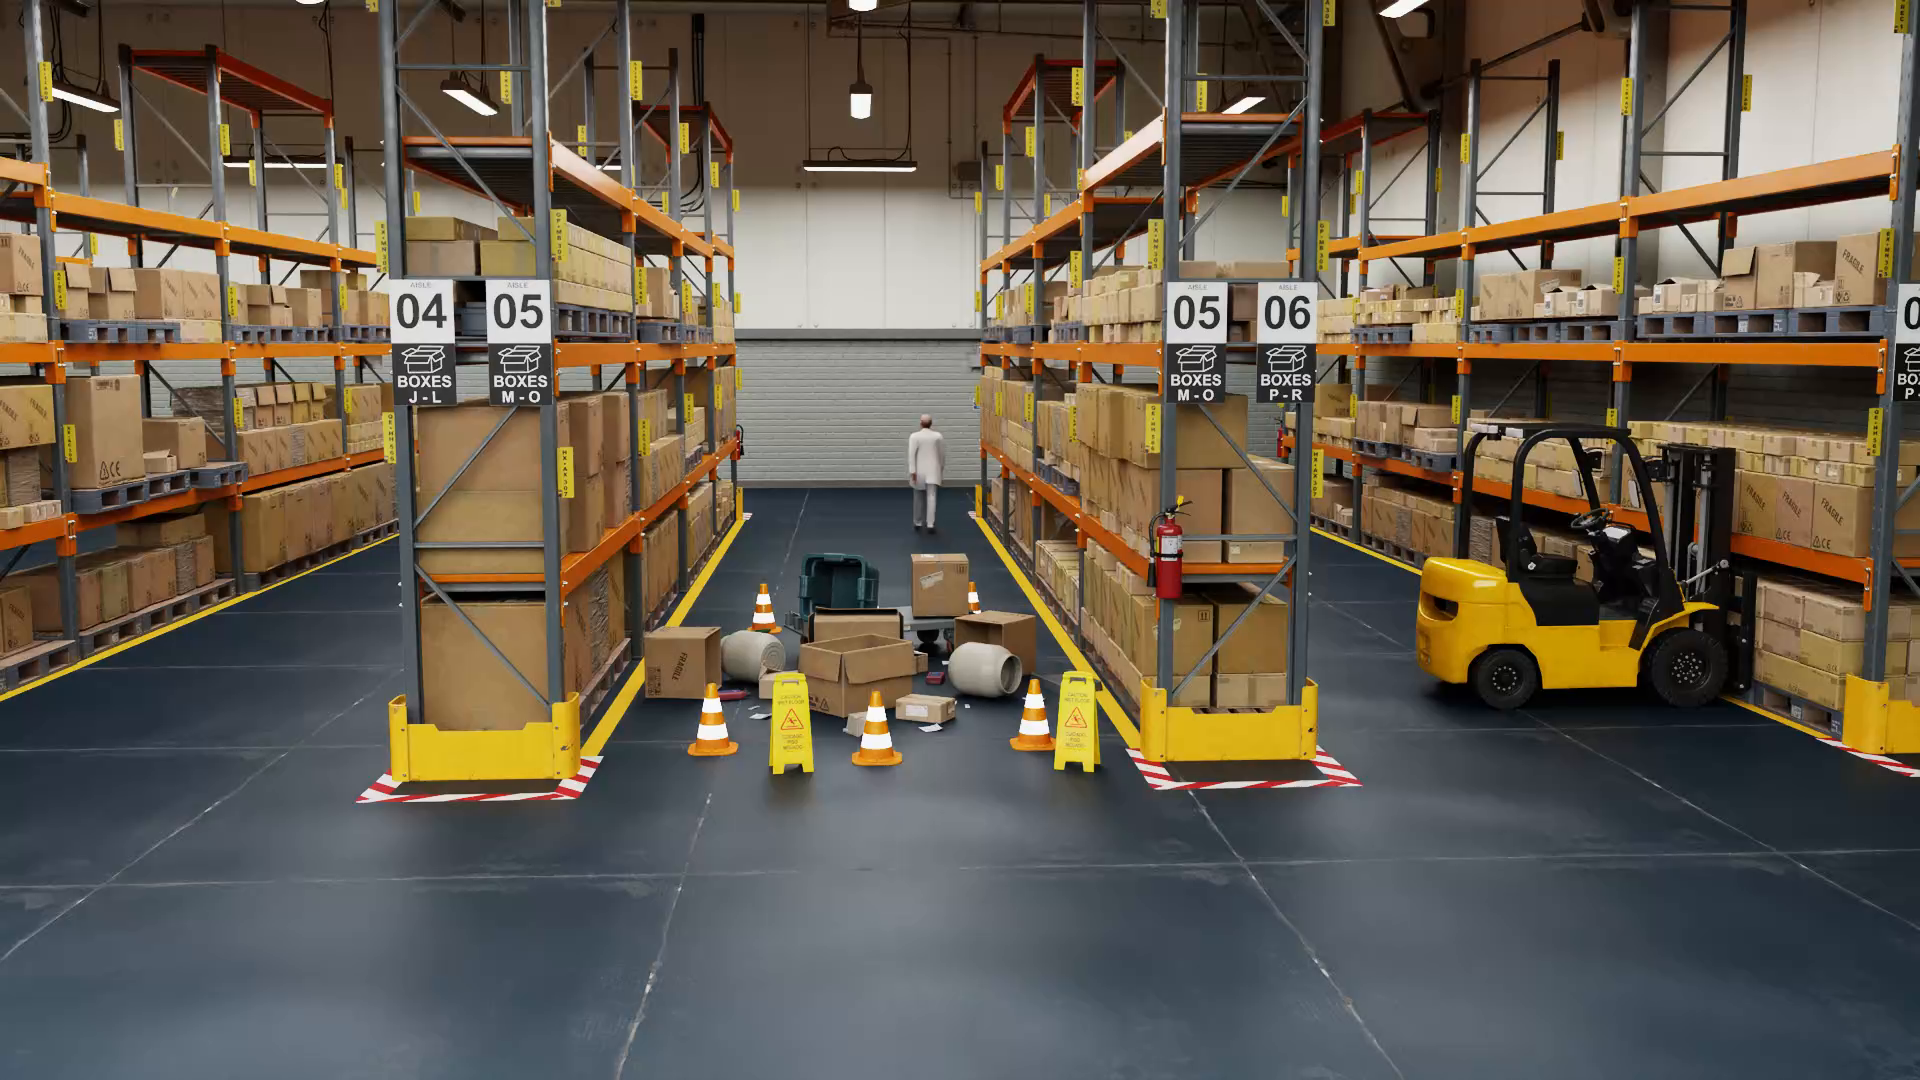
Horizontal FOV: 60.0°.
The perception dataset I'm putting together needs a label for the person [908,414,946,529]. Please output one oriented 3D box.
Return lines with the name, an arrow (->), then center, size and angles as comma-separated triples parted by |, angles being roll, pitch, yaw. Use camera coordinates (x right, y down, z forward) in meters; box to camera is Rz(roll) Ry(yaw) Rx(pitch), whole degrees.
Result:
person -> -0.501, -1.042, 25.124 | 0.565, 1.723, 1.111 | 0, 7, -2
